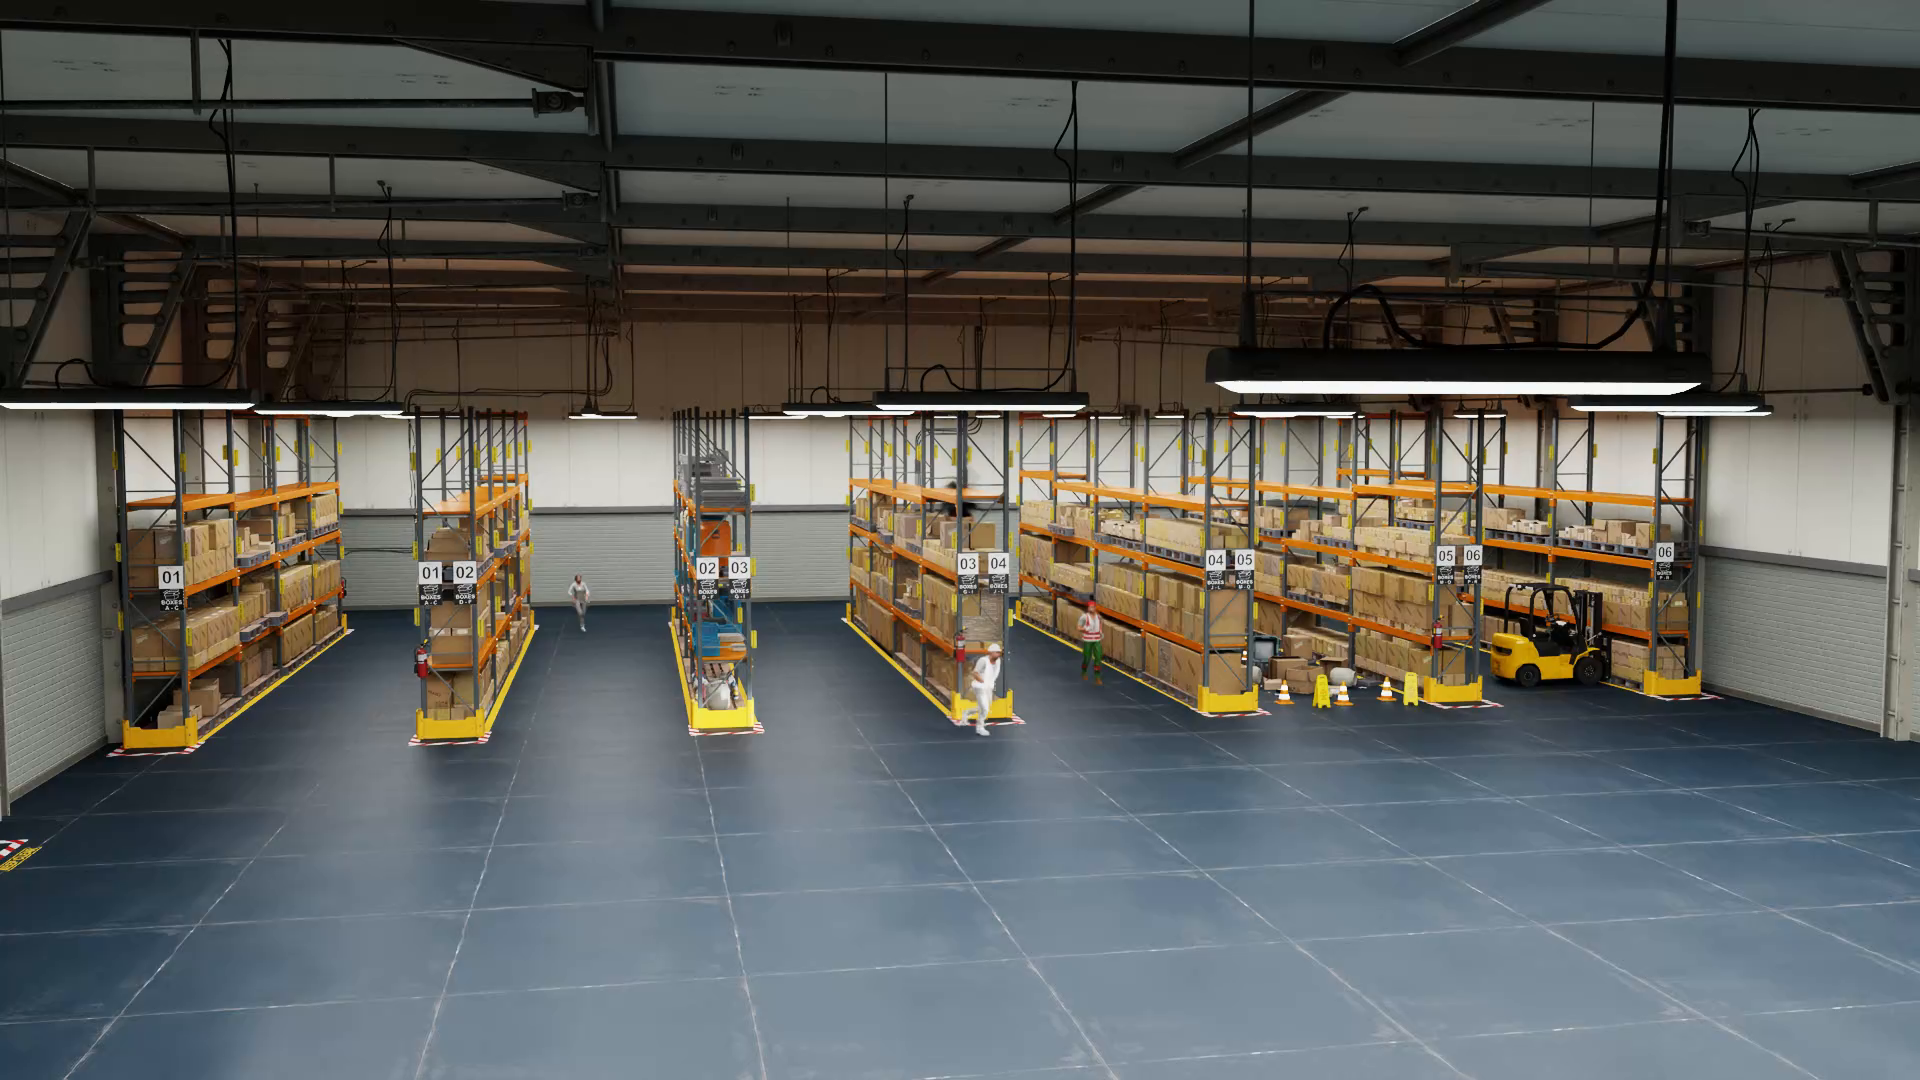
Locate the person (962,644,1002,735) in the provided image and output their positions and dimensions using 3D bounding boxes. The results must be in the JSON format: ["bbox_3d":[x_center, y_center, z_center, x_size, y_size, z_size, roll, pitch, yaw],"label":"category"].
[{"bbox_3d":[0.415,2.722,30.586,0.864,1.679,0.687,3,5,39],"label":"person"}]

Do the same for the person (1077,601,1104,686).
[{"bbox_3d":[2.859,2.215,36.133,0.645,1.800,0.903,-1,4,-15],"label":"person"}]

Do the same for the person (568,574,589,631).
[{"bbox_3d":[-10.472,1.705,45.650,0.562,1.561,0.671,-1,4,-16],"label":"person"}]

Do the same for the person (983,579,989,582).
[{"bbox_3d":[0.892,1.573,45.987,0.650,1.820,0.796,0,4,0],"label":"person"}]
